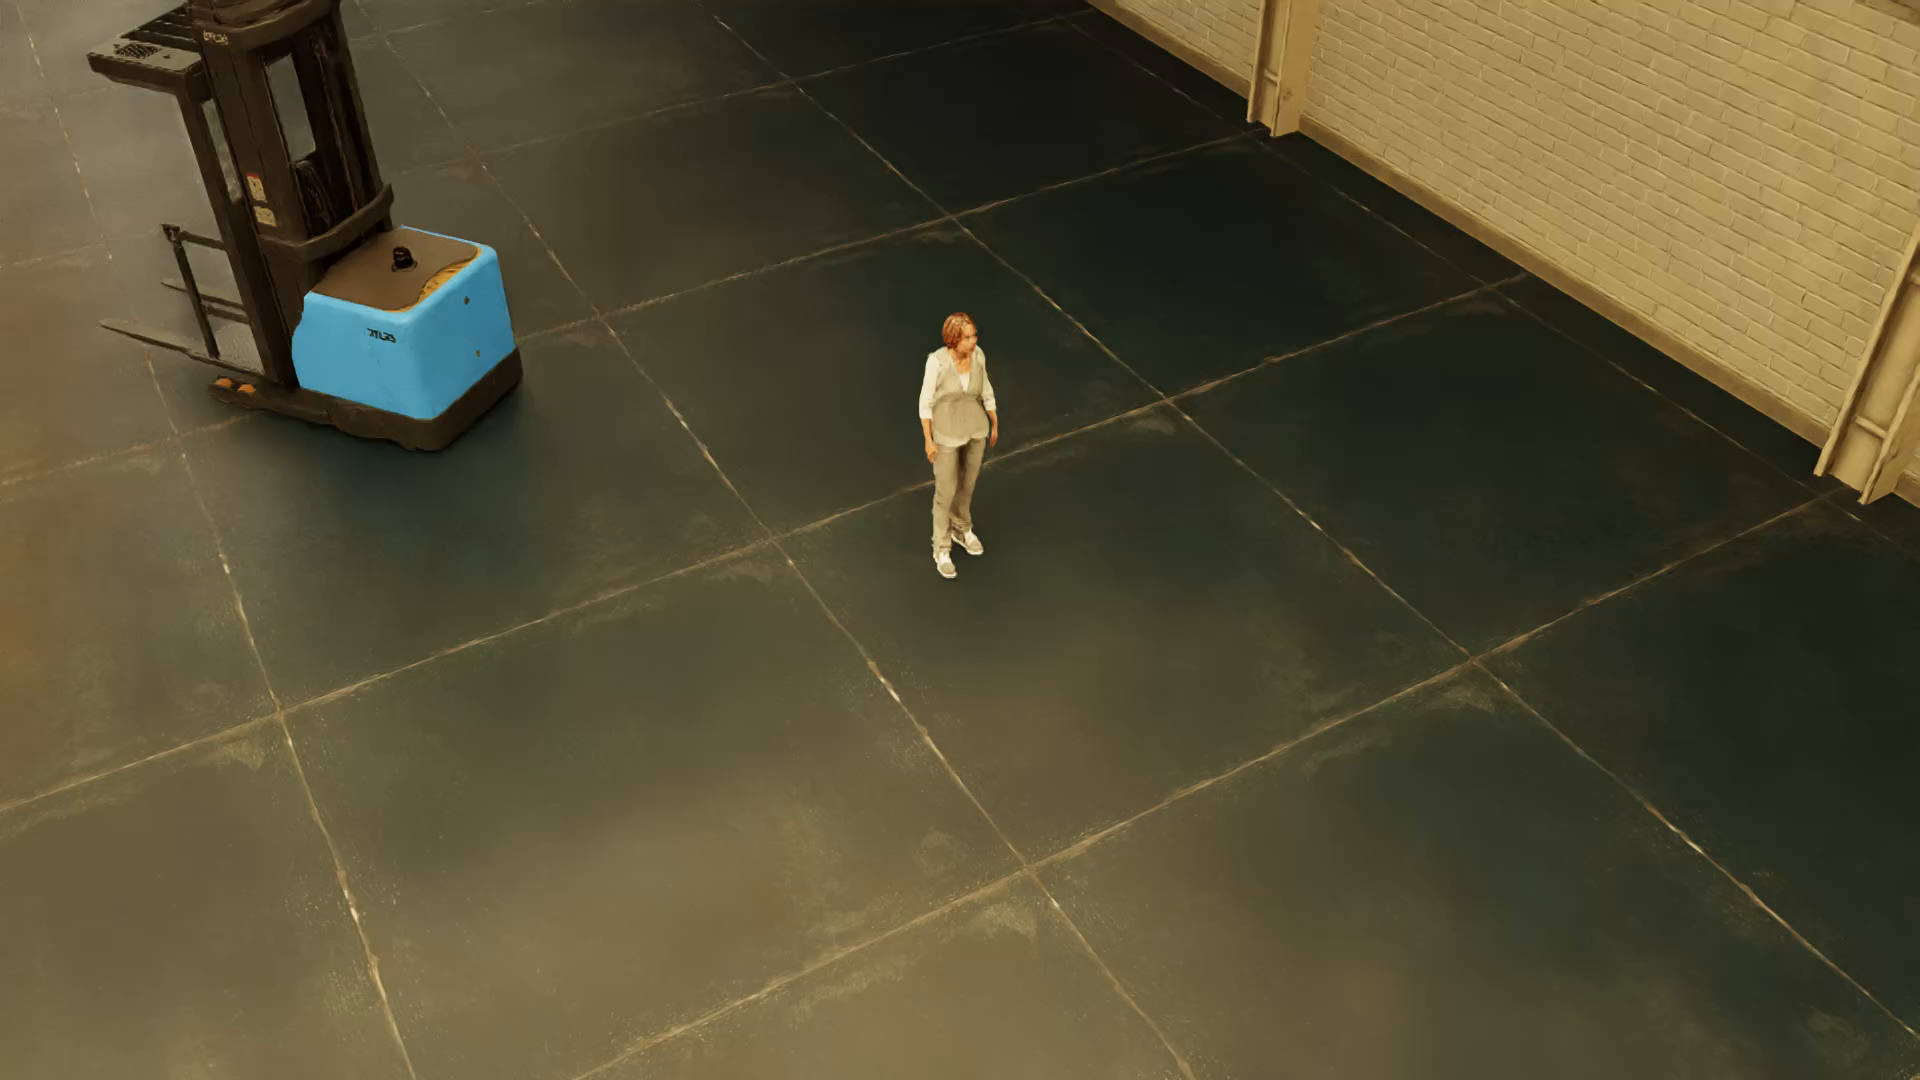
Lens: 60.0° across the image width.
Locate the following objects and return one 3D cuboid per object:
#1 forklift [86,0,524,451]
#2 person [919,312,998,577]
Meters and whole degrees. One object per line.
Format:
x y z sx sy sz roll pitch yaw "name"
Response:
-4.614 -2.325 10.840 3.031 2.935 1.130 15 42 17 "forklift"
0.025 -0.575 9.763 0.521 1.597 0.474 -20 44 -23 "person"
